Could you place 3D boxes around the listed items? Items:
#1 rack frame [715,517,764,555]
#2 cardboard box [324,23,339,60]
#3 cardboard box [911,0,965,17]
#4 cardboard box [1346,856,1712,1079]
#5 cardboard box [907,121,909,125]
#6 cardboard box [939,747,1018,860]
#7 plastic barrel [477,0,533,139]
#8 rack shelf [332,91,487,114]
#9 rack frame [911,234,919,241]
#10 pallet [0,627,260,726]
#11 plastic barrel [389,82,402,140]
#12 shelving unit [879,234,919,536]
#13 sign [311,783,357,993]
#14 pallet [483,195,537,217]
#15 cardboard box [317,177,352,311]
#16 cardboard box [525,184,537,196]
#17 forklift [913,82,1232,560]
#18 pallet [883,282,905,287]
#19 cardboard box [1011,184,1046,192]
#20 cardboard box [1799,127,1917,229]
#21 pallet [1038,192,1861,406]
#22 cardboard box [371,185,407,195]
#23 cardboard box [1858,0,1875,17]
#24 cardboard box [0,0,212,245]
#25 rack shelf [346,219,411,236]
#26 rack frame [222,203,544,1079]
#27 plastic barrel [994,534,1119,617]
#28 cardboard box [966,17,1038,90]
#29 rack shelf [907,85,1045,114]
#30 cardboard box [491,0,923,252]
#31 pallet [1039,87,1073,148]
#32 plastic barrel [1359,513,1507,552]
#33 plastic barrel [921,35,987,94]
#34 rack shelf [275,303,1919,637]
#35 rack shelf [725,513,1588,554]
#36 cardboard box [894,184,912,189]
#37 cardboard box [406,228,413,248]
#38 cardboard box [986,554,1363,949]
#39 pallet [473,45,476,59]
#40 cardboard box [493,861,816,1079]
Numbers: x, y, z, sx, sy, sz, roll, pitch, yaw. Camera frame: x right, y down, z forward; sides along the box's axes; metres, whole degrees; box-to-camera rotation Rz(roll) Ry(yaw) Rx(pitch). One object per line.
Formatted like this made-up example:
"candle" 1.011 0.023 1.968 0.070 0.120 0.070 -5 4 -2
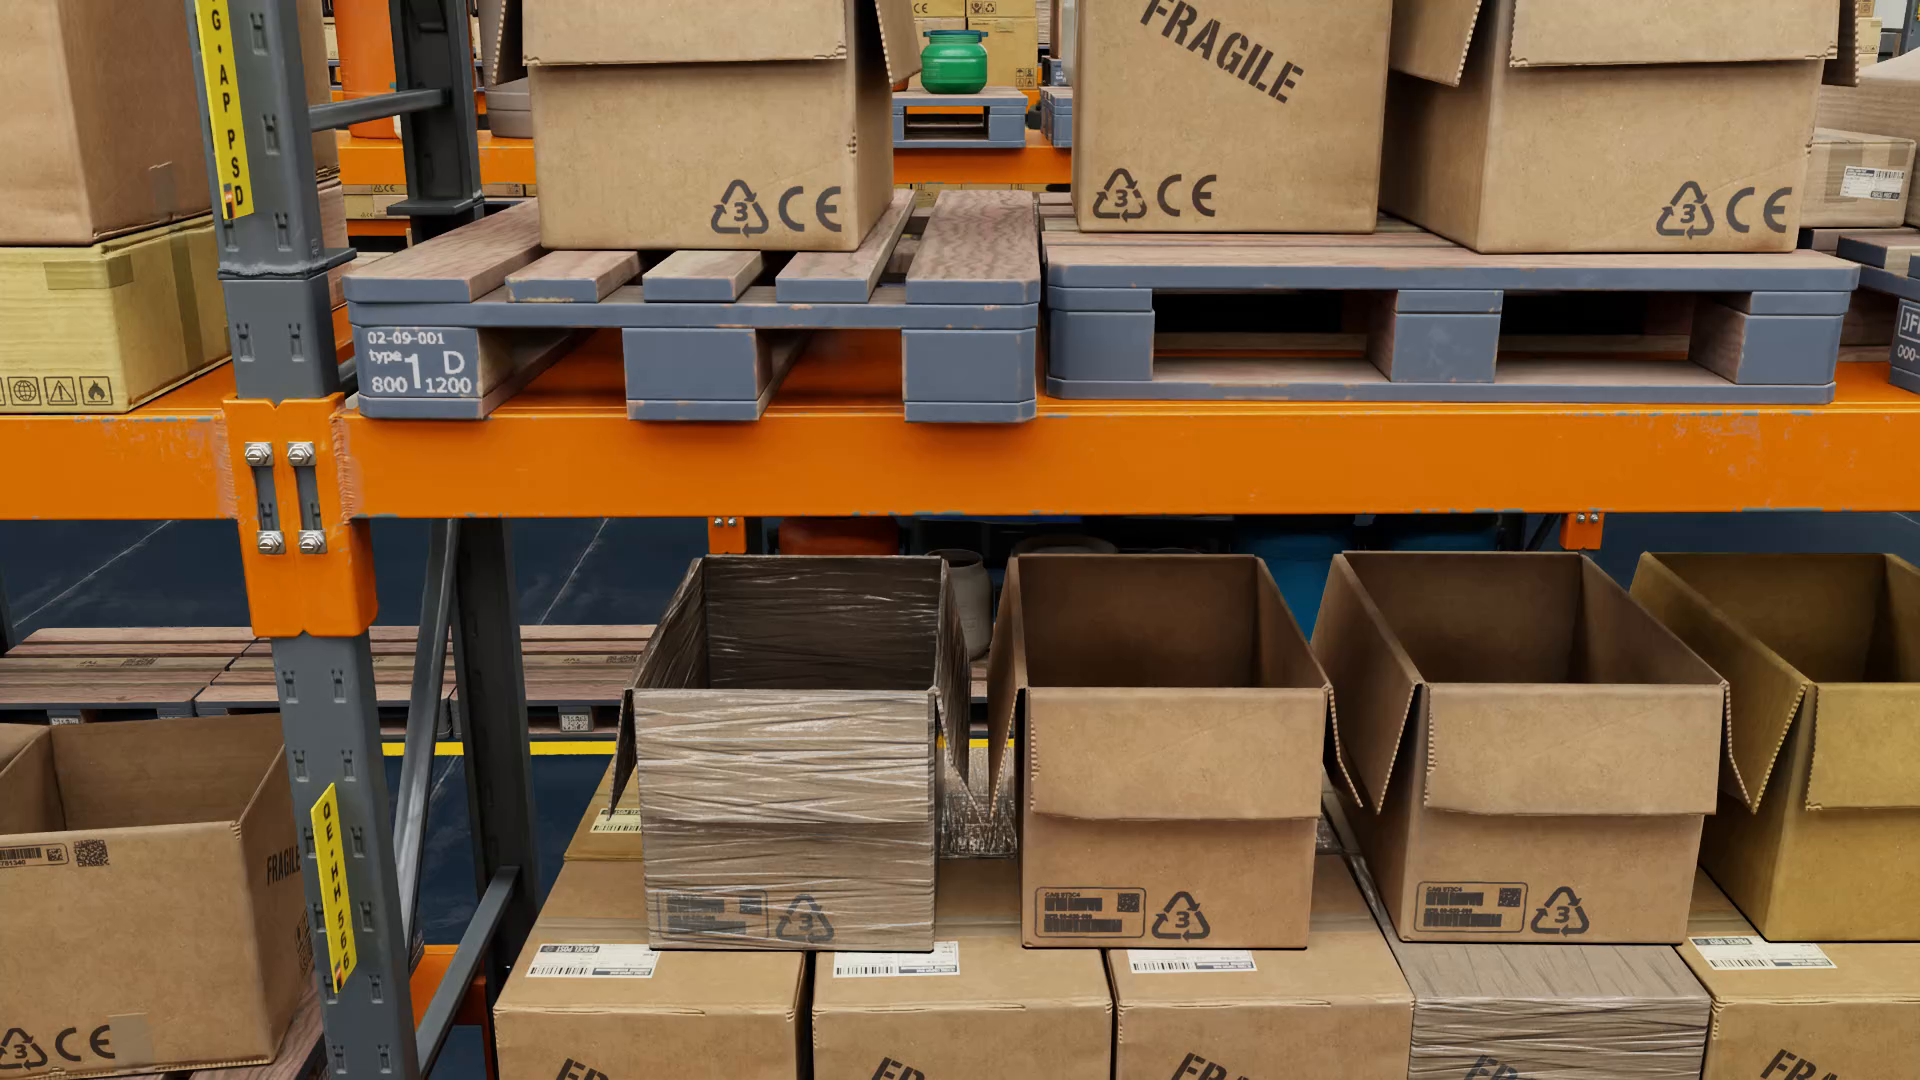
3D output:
"rack frame" -1.090 -0.611 8.042 0.127 3.000 1.000 0 18 -1
"cardboard box" -4.548 -3.662 12.199 0.500 0.250 0.500 2 18 5
"cardboard box" -0.218 -4.079 12.140 0.500 0.500 0.500 0 18 -1
"cardboard box" 1.006 0.926 3.086 0.500 0.500 0.500 0 18 -1
"cardboard box" -0.797 -4.274 17.550 0.500 0.250 0.500 0 18 1
"cardboard box" -0.024 0.775 3.557 0.500 0.500 0.500 0 18 -1
"plastic barrel" -1.914 -2.341 7.702 0.600 0.901 0.600 0 18 0
"rack shelf" -3.164 -3.200 12.380 4.000 0.370 1.077 0 18 -1
"rack frame" -0.283 -1.015 10.773 0.015 2.100 0.400 1 18 4
"pallet" -4.305 0.720 8.457 1.213 0.211 1.003 0 18 -1
"plastic barrel" -2.358 -1.896 7.364 0.301 0.262 0.301 0 18 0
"shelving unit" -0.526 -1.020 10.790 0.503 2.100 0.431 1 18 4
"sign" -0.994 0.554 2.645 0.005 0.325 0.100 0 18 -1
"pallet" -4.479 -3.486 17.317 1.213 0.211 1.003 0 18 -1
"cardboard box" -1.486 -0.531 3.127 0.500 0.250 0.500 0 18 0
"cardboard box" -4.177 -3.867 17.309 0.500 0.500 0.700 2 18 5
"forklift" 1.243 -1.353 10.467 3.031 2.935 1.130 1 18 4
"pallet" -0.488 -2.057 12.865 1.003 0.211 1.213 0 18 -1
"cardboard box" 0.784 -3.767 17.195 0.500 0.500 0.500 0 18 1
"cardboard box" 1.497 -0.665 3.023 0.250 0.149 0.380 -1 18 -3
"pallet" 0.749 -0.462 2.977 1.213 0.211 1.003 1 18 2
"cardboard box" -5.714 -3.816 17.018 0.500 0.500 0.500 0 18 -1
"cardboard box" 6.321 -4.107 12.229 0.500 0.500 0.700 0 18 -1
"cardboard box" -1.485 -0.734 2.531 0.500 0.500 0.500 0 18 1
"rack shelf" -7.246 -3.266 17.494 4.000 0.370 1.077 0 18 -1
"rack frame" -1.012 0.902 3.327 0.127 3.000 1.000 0 18 -1
"plastic barrel" 0.528 0.324 8.387 0.708 0.588 0.600 0 18 -1
"cardboard box" 0.301 -3.617 12.339 0.500 0.500 0.910 0 18 -1
"rack shelf" 0.835 -3.219 12.440 4.000 0.370 1.077 0 18 -1
"cardboard box" -0.403 -0.801 2.866 0.637 0.503 0.797 1 18 2
"pallet" 0.993 -1.929 7.548 1.213 0.211 1.003 0 18 -1
"plastic barrel" 2.365 0.166 8.367 0.708 0.901 0.600 0 18 -1
"plastic barrel" -0.027 -2.100 7.341 0.294 0.245 0.294 0 18 0
"rack shelf" 0.988 -0.194 3.008 4.000 0.370 1.077 0 18 -1
"rack shelf" 0.910 -0.278 8.182 4.000 0.370 1.077 0 18 -1
"cardboard box" -0.757 -3.760 17.175 0.500 0.500 0.500 0 18 1
"cardboard box" -3.869 -2.154 12.687 0.500 0.500 0.500 1 18 3
"cardboard box" 0.371 0.375 3.161 0.637 0.503 0.797 0 18 0
"pallet" -4.627 -4.927 16.893 1.003 0.211 1.213 0 18 -1
"cardboard box" -0.521 0.935 3.060 0.500 0.500 0.500 0 18 1
